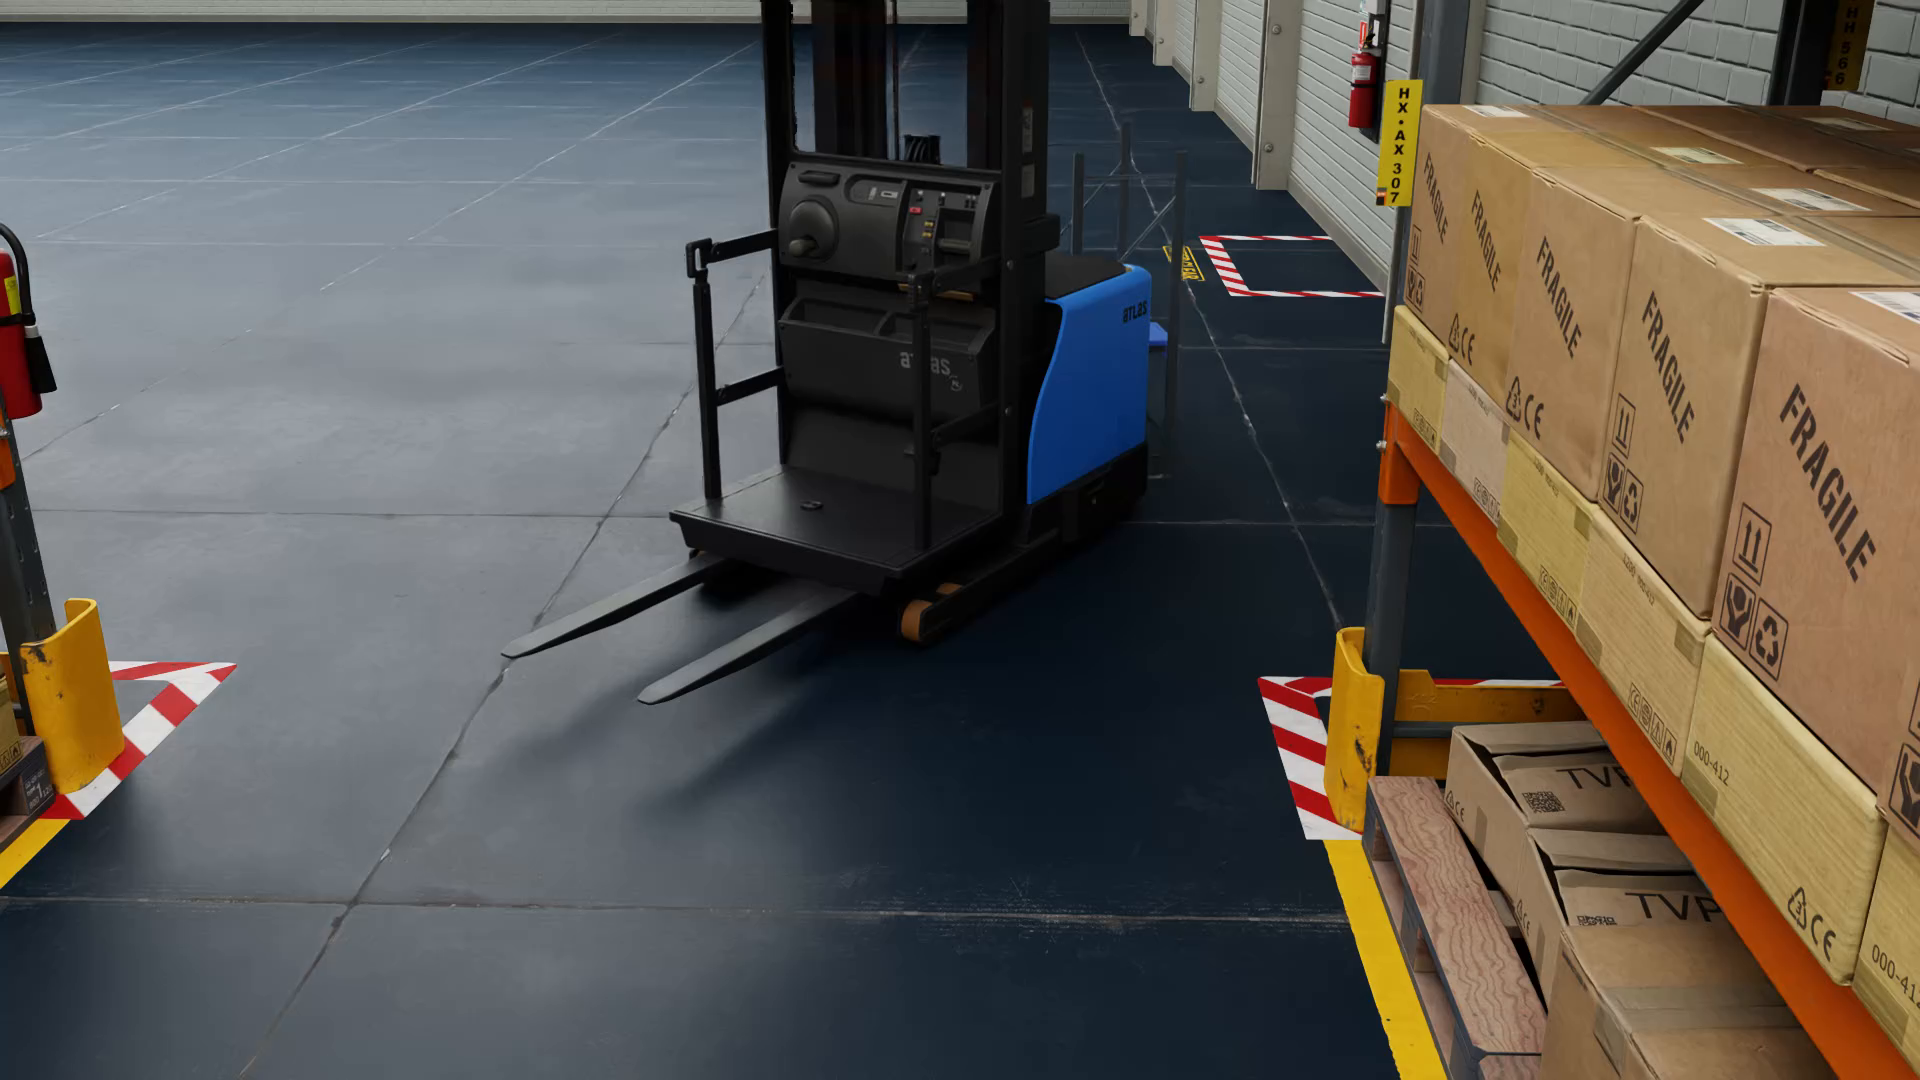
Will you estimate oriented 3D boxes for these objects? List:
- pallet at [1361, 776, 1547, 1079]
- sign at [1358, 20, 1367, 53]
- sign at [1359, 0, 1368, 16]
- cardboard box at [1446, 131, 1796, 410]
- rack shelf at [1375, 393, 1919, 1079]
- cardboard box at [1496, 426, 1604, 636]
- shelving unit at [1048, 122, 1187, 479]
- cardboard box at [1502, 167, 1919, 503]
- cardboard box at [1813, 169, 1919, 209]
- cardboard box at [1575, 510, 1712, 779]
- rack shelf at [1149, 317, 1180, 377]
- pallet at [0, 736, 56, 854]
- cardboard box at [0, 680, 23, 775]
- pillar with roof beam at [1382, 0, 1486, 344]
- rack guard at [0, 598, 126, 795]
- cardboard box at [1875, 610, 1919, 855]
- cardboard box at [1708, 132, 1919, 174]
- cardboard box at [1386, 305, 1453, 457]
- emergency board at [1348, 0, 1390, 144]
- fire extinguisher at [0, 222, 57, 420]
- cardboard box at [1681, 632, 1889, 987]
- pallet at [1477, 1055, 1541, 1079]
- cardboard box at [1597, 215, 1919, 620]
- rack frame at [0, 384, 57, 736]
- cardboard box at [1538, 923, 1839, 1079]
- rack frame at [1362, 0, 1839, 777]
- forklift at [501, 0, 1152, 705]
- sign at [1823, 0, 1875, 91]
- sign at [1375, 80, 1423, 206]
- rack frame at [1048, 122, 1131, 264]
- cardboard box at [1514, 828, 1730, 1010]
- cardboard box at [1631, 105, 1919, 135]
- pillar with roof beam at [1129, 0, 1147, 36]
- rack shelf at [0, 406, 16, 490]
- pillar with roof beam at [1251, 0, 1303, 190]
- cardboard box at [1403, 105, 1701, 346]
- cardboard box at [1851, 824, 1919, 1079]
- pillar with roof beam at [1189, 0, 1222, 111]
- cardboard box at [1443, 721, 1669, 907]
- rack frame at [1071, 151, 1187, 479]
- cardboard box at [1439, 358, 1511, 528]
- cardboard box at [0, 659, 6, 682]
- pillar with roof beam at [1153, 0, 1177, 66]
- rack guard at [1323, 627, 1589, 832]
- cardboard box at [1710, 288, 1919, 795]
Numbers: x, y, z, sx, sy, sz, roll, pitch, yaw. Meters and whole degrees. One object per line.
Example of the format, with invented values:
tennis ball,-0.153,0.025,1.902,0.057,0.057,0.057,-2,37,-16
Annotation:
pallet,1.636,0.989,4.188,1.003,0.211,1.213,1,21,2
sign,2.958,-3.647,12.232,0.001,0.329,0.234,1,21,2
sign,2.949,-3.893,12.132,0.001,0.109,0.331,1,21,2
cardboard box,1.359,-0.573,3.502,0.500,0.500,0.500,1,21,2
rack shelf,1.638,0.427,2.777,1.077,0.370,4.000,1,21,2
cardboard box,1.344,-0.026,3.129,0.500,0.250,0.500,0,21,1
shelving unit,0.666,-1.163,7.954,0.538,1.500,1.048,-3,21,-8
cardboard box,1.337,-0.386,3.020,0.500,0.500,0.500,0,21,0
cardboard box,1.860,-0.379,3.002,0.500,0.500,0.500,0,21,0
cardboard box,1.326,0.157,2.658,0.500,0.250,0.500,1,21,2
rack shelf,0.666,-0.996,8.019,0.538,0.185,1.000,-3,21,-8
pallet,-3.234,0.892,4.438,1.003,0.211,1.213,1,21,2
cardboard box,-2.974,0.598,4.561,0.500,0.250,0.500,1,21,2
pillar with roof beam,-1.578,-5.383,8.462,9.100,9.000,0.400,1,21,2
rack guard,-3.252,0.472,5.122,1.175,0.500,0.348,1,21,2
cardboard box,1.292,0.171,1.585,0.500,0.500,0.500,1,21,1
cardboard box,1.872,-0.566,3.484,0.500,0.500,0.500,1,21,2
cardboard box,1.367,-0.398,4.088,0.500,0.250,0.500,0,21,0
emergency board,2.838,-3.432,11.726,0.194,1.169,0.643,1,21,2
fire extinguisher,-2.785,-0.686,4.758,0.296,0.674,0.183,1,21,2
cardboard box,1.312,0.338,2.190,0.500,0.250,0.500,1,21,1
pallet,1.597,1.429,3.054,1.003,0.211,1.213,1,21,2
cardboard box,1.333,-0.199,2.539,0.500,0.500,0.500,1,21,3
rack frame,-3.253,-0.685,4.647,1.000,3.000,0.127,1,21,2
cardboard box,1.498,1.048,3.027,0.700,0.500,0.500,-1,21,-2
rack frame,1.699,-0.632,4.510,1.000,3.000,0.127,1,21,2
forklift,-0.400,-1.178,6.013,1.130,2.935,3.031,13,25,31
sign,2.253,-1.306,4.209,0.100,0.325,0.005,1,21,2
sign,1.156,-1.041,4.369,0.100,0.325,0.005,1,21,2
rack frame,0.592,-1.345,8.422,0.500,1.500,0.032,-3,21,-8
cardboard box,1.571,0.872,3.744,0.500,0.311,0.500,2,21,6
cardboard box,1.897,-0.748,3.953,0.500,0.500,0.500,0,21,1
pillar with roof beam,-0.848,-14.060,30.826,9.100,9.000,0.400,1,21,2
rack shelf,-3.314,0.374,2.914,1.077,0.370,4.000,1,21,2
pillar with roof beam,-1.396,-7.552,14.053,9.100,9.000,0.400,1,21,2
cardboard box,1.384,-0.751,3.962,0.500,0.500,0.500,1,21,2
cardboard box,1.312,0.520,1.721,0.500,0.250,0.500,1,21,2
pillar with roof beam,-1.213,-9.722,19.644,9.100,9.000,0.400,1,21,2
cardboard box,1.588,0.666,4.275,0.500,0.311,0.500,-2,21,-4
rack frame,0.740,-0.981,7.485,0.500,1.500,0.032,-3,21,-8
cardboard box,1.365,-0.210,3.604,0.500,0.250,0.500,0,21,0
cardboard box,-2.972,0.249,4.425,0.500,0.500,0.500,1,21,2
pillar with roof beam,-1.031,-11.891,25.235,9.100,9.000,0.400,1,21,2
rack guard,1.697,0.561,4.892,1.175,0.500,0.348,1,21,2
cardboard box,1.318,-0.011,2.054,0.500,0.500,0.500,0,21,0
